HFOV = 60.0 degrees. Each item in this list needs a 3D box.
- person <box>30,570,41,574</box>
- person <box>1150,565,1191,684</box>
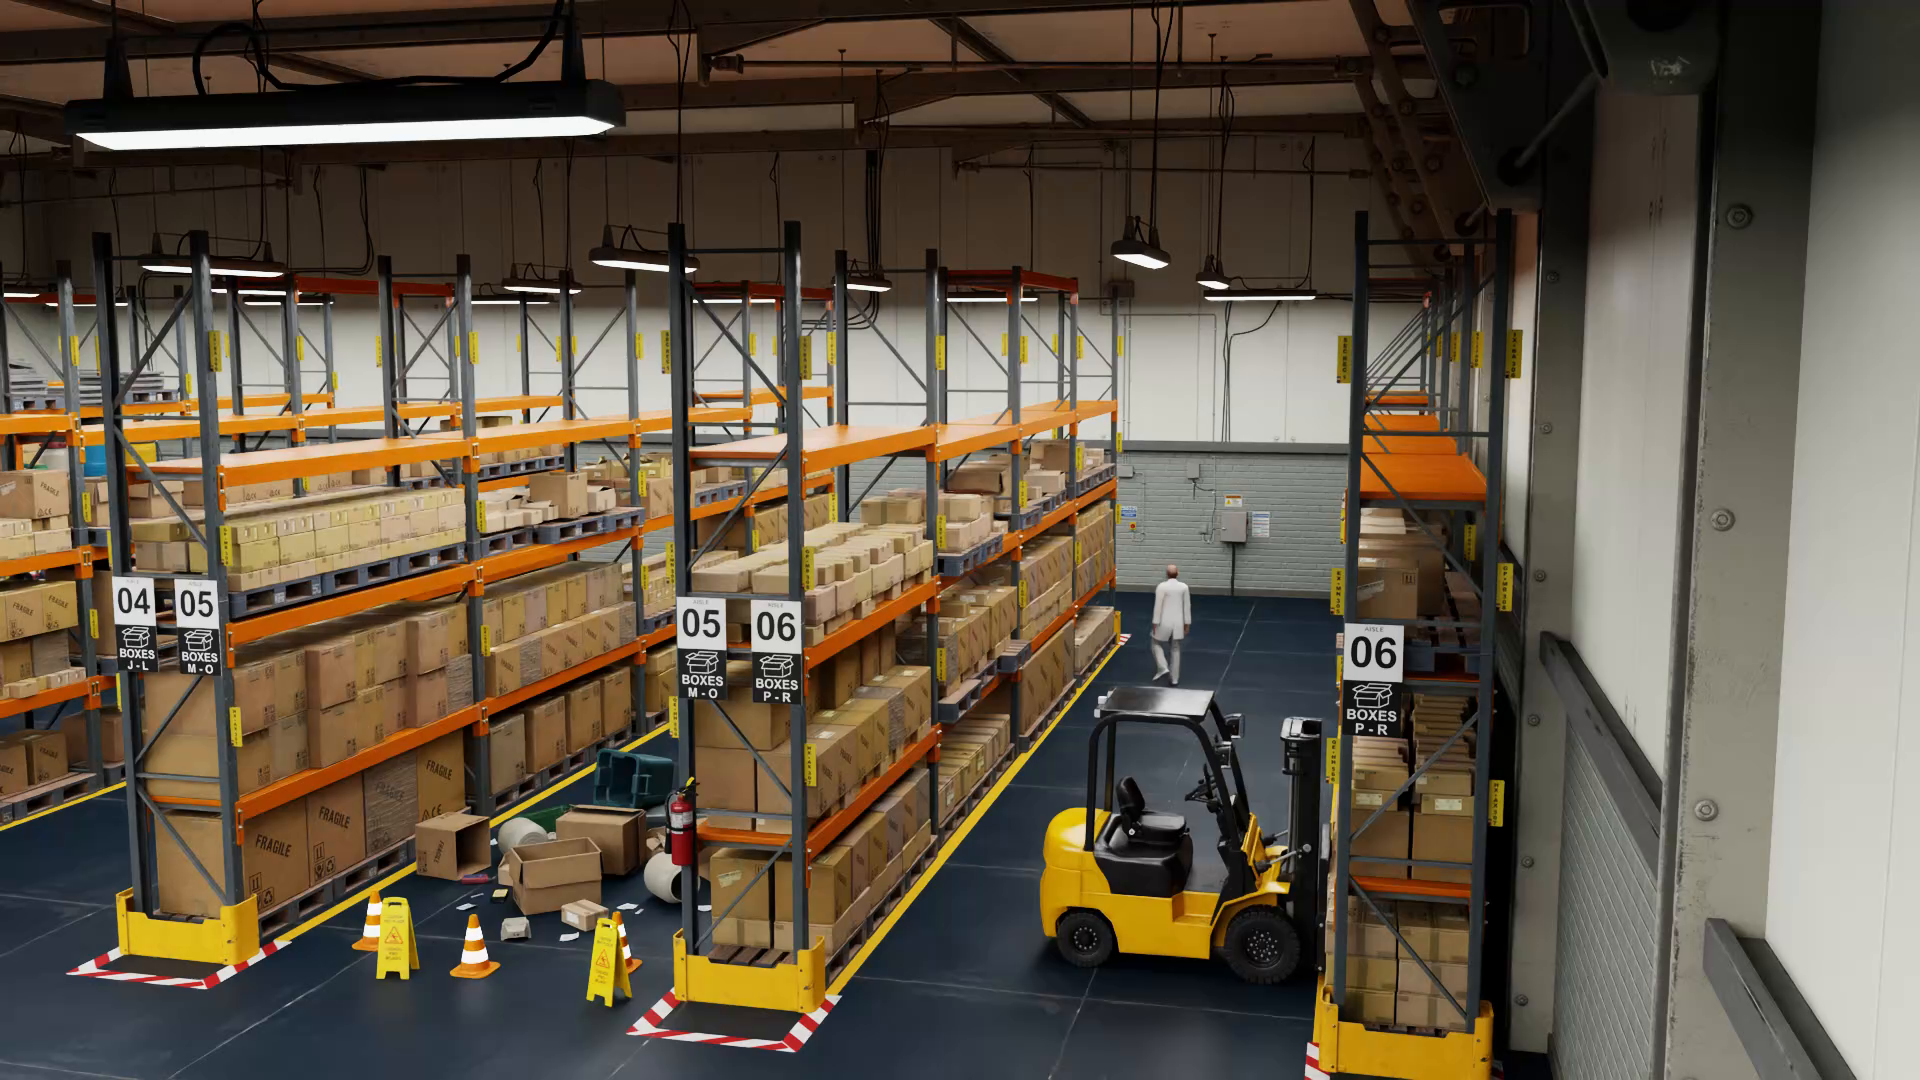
[{"bbox_3d":[-15.288,0.882,27.920,0.577,1.760,0.482,0,7,2],"label":"person"},{"bbox_3d":[3.154,1.257,24.824,0.638,1.779,0.532,-2,7,-14],"label":"person"}]
